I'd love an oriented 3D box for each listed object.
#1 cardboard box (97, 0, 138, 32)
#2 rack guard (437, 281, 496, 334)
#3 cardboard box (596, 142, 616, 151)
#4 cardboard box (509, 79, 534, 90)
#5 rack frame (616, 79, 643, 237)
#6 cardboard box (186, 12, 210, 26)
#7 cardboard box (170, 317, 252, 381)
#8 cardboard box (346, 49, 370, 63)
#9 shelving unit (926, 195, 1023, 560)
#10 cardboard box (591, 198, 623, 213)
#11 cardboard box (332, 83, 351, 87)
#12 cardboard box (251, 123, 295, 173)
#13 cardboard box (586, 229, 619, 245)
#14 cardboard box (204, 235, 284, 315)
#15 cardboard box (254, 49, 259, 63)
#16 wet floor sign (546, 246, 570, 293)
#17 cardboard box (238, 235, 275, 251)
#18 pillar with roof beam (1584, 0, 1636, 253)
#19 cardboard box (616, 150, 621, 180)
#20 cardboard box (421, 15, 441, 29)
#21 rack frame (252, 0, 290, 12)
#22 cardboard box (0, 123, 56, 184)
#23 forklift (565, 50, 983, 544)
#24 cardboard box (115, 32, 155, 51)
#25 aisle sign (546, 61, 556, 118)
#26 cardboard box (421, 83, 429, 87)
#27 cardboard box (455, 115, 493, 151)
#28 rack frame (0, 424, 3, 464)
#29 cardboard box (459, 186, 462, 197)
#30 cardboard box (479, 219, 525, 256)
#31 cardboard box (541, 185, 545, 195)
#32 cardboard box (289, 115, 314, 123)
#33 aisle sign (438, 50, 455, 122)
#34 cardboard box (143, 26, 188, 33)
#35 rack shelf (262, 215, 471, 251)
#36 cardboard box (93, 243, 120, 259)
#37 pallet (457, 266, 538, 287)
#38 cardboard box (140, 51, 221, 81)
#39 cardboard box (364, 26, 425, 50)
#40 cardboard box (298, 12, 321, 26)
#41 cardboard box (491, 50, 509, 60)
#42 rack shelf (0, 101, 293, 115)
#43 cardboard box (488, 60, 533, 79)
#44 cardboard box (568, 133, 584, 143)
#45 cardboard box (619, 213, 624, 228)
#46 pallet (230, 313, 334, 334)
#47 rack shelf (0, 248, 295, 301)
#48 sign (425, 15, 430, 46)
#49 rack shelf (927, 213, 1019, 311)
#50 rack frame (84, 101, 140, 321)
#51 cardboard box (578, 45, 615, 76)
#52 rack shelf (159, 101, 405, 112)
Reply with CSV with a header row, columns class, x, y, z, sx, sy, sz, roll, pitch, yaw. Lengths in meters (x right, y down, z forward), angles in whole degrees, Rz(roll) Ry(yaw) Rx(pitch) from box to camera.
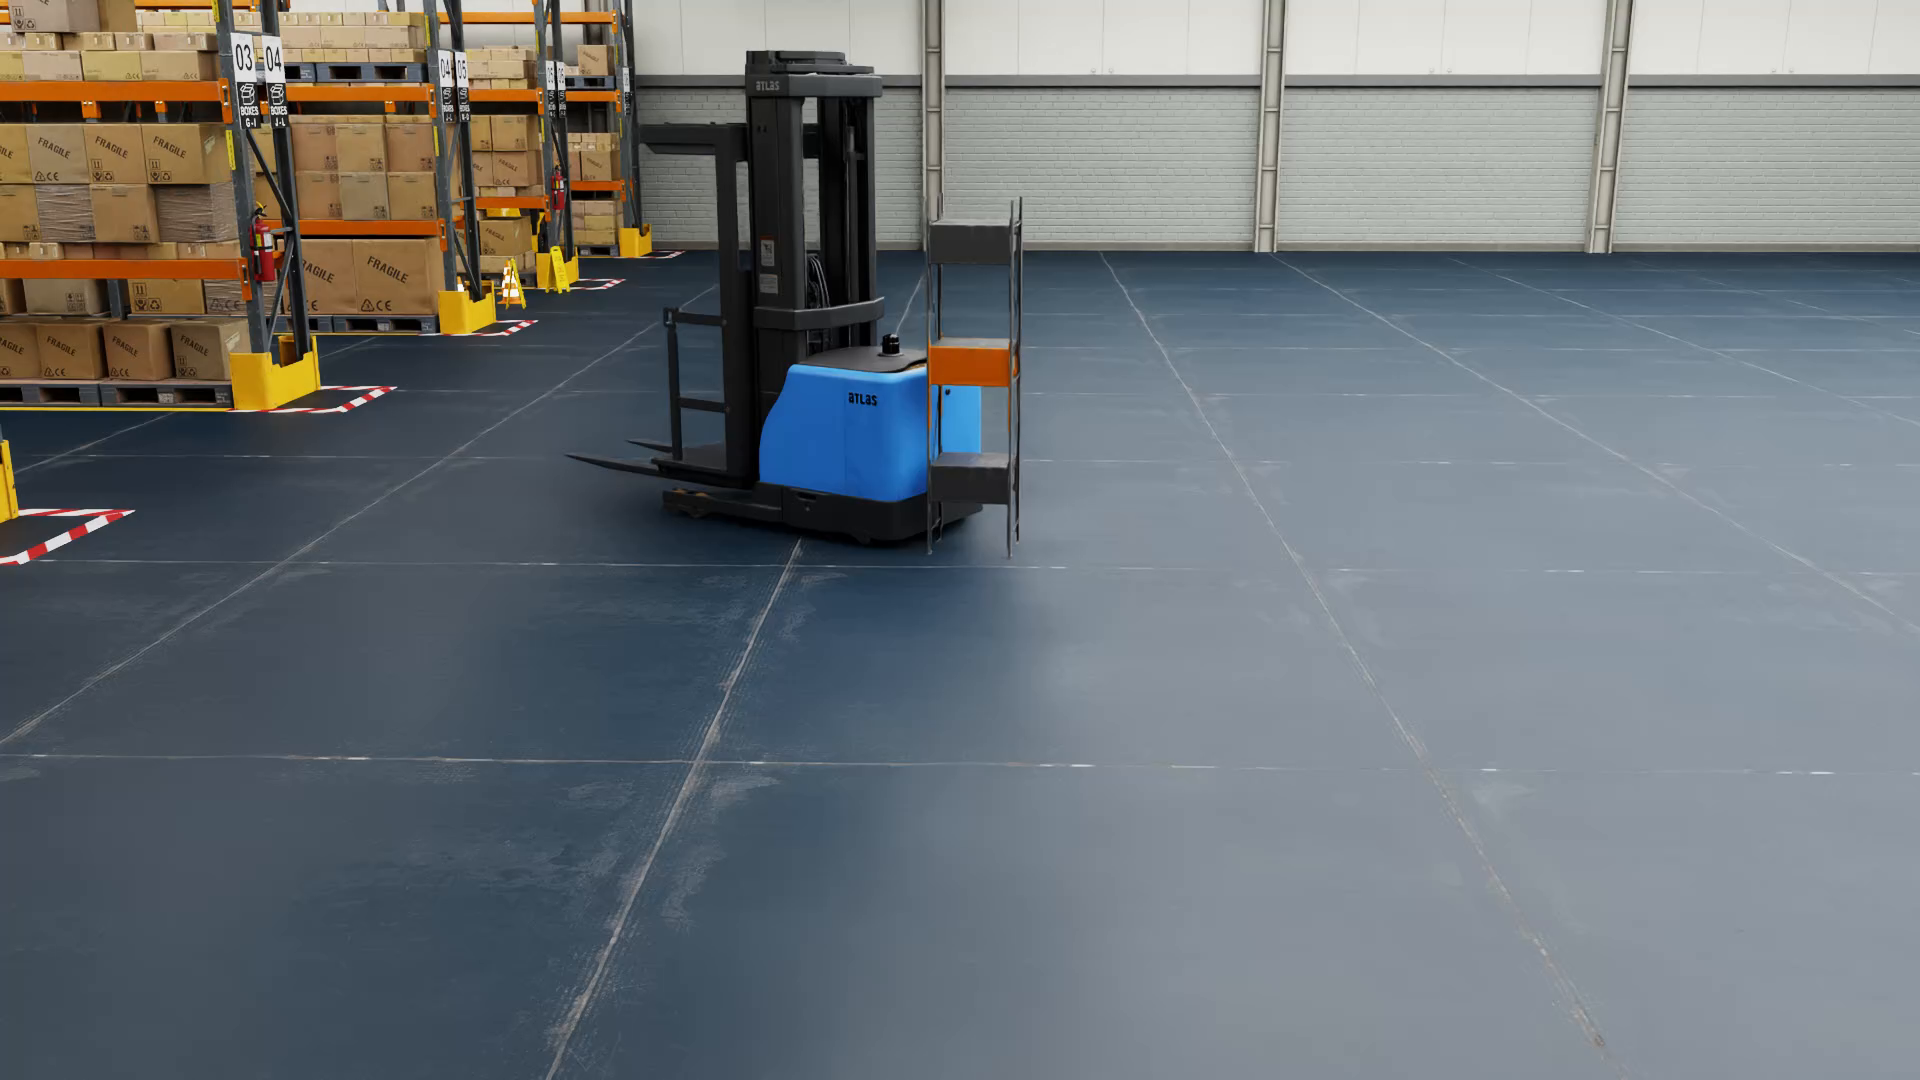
class,x,y,z,sx,sy,sz,roll,pitch,yaw
cardboard box,-7.646,-4.709,14.670,0.500,0.500,0.500,0,15,1
rack guard,-5.917,-2.802,19.979,0.348,0.500,1.175,0,15,1
cardboard box,-6.147,-6.832,28.888,0.250,0.149,0.380,1,15,2
cardboard box,-6.280,-6.533,23.836,0.250,0.149,0.380,0,15,2
rack frame,-5.793,-6.539,29.246,0.127,3.000,1.000,0,15,1
cardboard box,-8.566,-5.907,18.880,0.250,0.149,0.380,1,15,2
cardboard box,-6.793,-1.749,15.166,0.500,0.500,0.500,3,15,12
cardboard box,-6.791,-5.510,18.937,0.250,0.149,0.380,1,15,2
shelving unit,0.086,-0.958,9.855,0.503,2.100,0.431,3,15,9
cardboard box,-6.269,-5.948,29.611,0.500,0.250,0.500,0,15,1
cardboard box,-8.849,-6.563,23.947,0.250,0.149,0.380,1,15,3
cardboard box,-7.953,-4.606,19.508,0.500,0.550,0.875,0,15,1
cardboard box,-6.271,-5.335,29.249,0.500,0.250,0.500,0,15,2
cardboard box,-8.412,-3.185,19.875,0.875,0.875,0.875,0,15,2
cardboard box,-8.064,-5.518,18.968,0.250,0.149,0.380,1,15,2
wet floor sign,-5.753,-3.861,23.709,0.232,0.644,0.267,6,16,21
cardboard box,-6.448,-2.687,15.139,0.250,0.149,0.380,0,15,1
pillar with roof beam,11.418,-8.459,24.763,0.400,9.000,9.100,0,15,1
cardboard box,-6.281,-6.662,29.514,0.500,0.500,0.500,1,15,3
cardboard box,-6.267,-6.060,19.458,0.250,0.149,0.380,1,15,2
rack frame,-9.915,-8.200,23.782,0.127,3.000,1.000,0,15,1
cardboard box,-8.225,-3.373,14.507,0.500,0.500,0.500,0,15,1
forklift,-1.356,-1.660,10.885,3.031,2.935,1.130,10,18,33
cardboard box,-6.988,-4.245,14.180,0.250,0.149,0.380,0,15,-1
aisle sign,-5.861,-6.456,23.835,0.004,0.787,0.394,0,15,1
cardboard box,-7.559,-6.549,23.895,0.250,0.149,0.380,0,15,0
cardboard box,-6.938,-5.902,24.091,0.500,0.500,0.700,1,15,2
rack frame,-6.296,-1.483,10.082,0.127,3.000,1.000,0,15,1
cardboard box,-7.318,-5.112,24.328,0.250,0.149,0.380,1,15,2
cardboard box,-6.724,-4.448,24.417,0.500,0.500,0.500,0,15,2
cardboard box,-6.250,-5.207,24.689,0.250,0.149,0.380,0,15,2
cardboard box,-9.480,-5.917,24.148,0.500,0.500,0.700,0,15,1
aisle sign,-5.878,-5.191,19.038,0.004,0.787,0.394,0,15,1
cardboard box,-8.954,-5.732,18.998,0.500,0.250,0.500,0,15,1
rack shelf,-7.941,-3.676,19.802,4.000,0.370,1.077,0,15,1
cardboard box,-7.459,-2.582,14.739,0.250,0.149,0.380,0,15,1
pallet,-6.803,-3.940,24.860,1.213,0.211,1.003,0,15,1
cardboard box,-6.658,-4.062,14.272,0.500,0.250,0.500,1,15,3
cardboard box,-6.438,-5.715,18.935,0.500,0.250,0.500,1,15,2
cardboard box,-7.301,-5.899,18.849,0.250,0.149,0.380,0,15,2
cardboard box,-6.519,-6.926,23.762,0.250,0.149,0.380,1,15,2
rack shelf,-11.914,-6.415,24.305,4.000,0.370,1.077,0,15,1
cardboard box,-6.434,-6.730,23.799,0.500,0.250,0.500,0,15,1
cardboard box,-6.666,-6.982,28.874,0.250,0.149,0.380,1,15,3
cardboard box,-6.258,-5.711,29.692,0.500,0.250,0.500,1,15,2
pallet,-7.959,-2.656,19.994,1.213,0.211,1.003,0,15,1
rack shelf,-8.168,-2.411,15.010,4.000,0.370,1.077,0,15,1
sign,-5.969,-5.712,18.651,0.005,0.325,0.100,0,15,1
rack shelf,0.086,-1.622,9.680,0.480,0.518,0.431,3,15,9
rack frame,-9.940,-4.037,19.760,0.127,3.000,1.000,0,15,1
cardboard box,-6.242,-8.230,28.560,0.500,0.500,0.500,1,15,3
rack shelf,-11.791,-7.681,29.103,4.000,0.370,1.077,0,15,1
